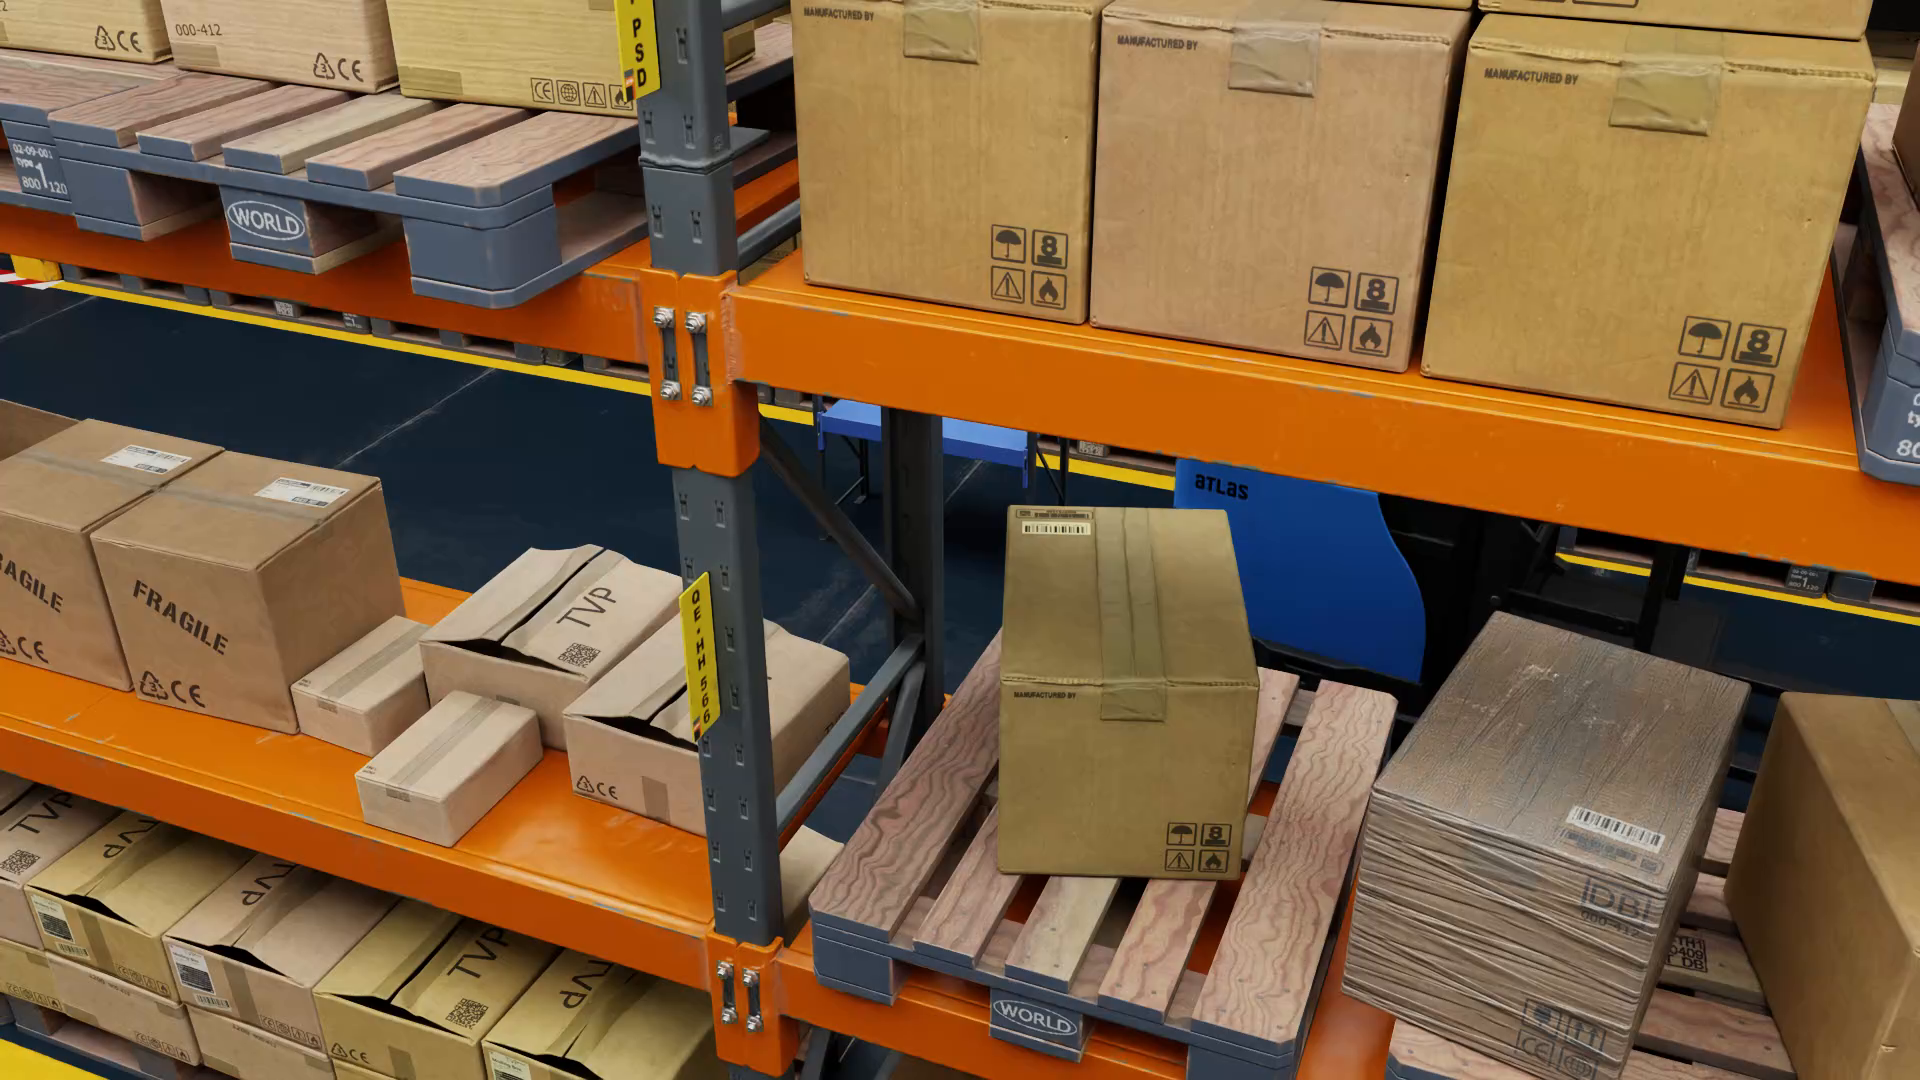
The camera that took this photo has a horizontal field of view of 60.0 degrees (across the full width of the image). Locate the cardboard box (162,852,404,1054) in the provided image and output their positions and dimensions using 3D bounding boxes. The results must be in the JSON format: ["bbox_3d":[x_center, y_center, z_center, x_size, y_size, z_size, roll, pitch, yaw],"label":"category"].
[{"bbox_3d":[-1.812,1.071,4.605,0.500,0.311,0.500,11,31,19],"label":"cardboard box"}]

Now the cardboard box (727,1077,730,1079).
[{"bbox_3d":[-0.862,1.501,4.413,0.500,0.250,0.500,12,32,20],"label":"cardboard box"}]

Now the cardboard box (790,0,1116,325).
[{"bbox_3d":[0.134,-0.811,2.986,0.500,0.500,0.910,11,31,19],"label":"cardboard box"}]

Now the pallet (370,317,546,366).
[{"bbox_3d":[-2.766,-1.420,10.048,1.213,0.211,1.003,11,31,19],"label":"pallet"}]

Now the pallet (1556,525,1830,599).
[{"bbox_3d":[3.405,-0.166,7.828,1.213,0.211,1.003,11,31,19],"label":"pallet"}]

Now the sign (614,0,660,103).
[{"bbox_3d":[-0.499,-0.841,2.535,0.005,0.325,0.100,11,31,19],"label":"sign"}]

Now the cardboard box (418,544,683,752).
[{"bbox_3d":[-1.039,0.258,4.335,0.500,0.311,0.500,11,31,19],"label":"cardboard box"}]

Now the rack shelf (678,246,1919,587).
[{"bbox_3d":[1.570,-0.149,2.649,4.000,0.370,1.077,11,31,19],"label":"rack shelf"}]

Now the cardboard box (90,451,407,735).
[{"bbox_3d":[-1.844,0.127,4.376,0.500,0.500,0.500,10,31,16],"label":"cardboard box"}]

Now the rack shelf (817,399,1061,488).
[{"bbox_3d":[-0.079,-0.512,7.497,1.000,0.185,0.538,11,31,19],"label":"rack shelf"}]

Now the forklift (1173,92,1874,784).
[{"bbox_3d":[2.350,-0.583,5.802,3.031,2.935,1.130,16,33,25],"label":"forklift"}]

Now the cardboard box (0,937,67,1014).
[{"bbox_3d":[-2.755,1.125,5.079,0.500,0.250,0.500,10,31,18],"label":"cardboard box"}]

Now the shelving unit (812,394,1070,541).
[{"bbox_3d":[-0.079,-0.669,7.409,1.048,1.500,0.538,11,31,19],"label":"shelving unit"}]

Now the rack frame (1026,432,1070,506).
[{"bbox_3d":[0.392,-0.575,7.242,0.032,1.500,0.500,11,31,19],"label":"rack frame"}]

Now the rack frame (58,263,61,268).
[{"bbox_3d":[-5.837,-3.266,10.480,0.127,3.000,1.000,11,31,19],"label":"rack frame"}]

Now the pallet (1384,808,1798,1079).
[{"bbox_3d":[1.521,0.914,3.279,1.213,0.211,1.003,11,31,19],"label":"pallet"}]

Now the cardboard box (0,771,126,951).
[{"bbox_3d":[-2.758,0.883,4.936,0.500,0.311,0.500,10,31,17],"label":"cardboard box"}]

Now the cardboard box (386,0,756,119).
[{"bbox_3d":[-0.725,-1.008,3.163,0.500,0.250,0.500,9,31,15],"label":"cardboard box"}]

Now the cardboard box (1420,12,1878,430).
[{"bbox_3d":[1.088,-0.620,2.649,0.500,0.500,0.910,11,31,19],"label":"cardboard box"}]

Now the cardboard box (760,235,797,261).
[{"bbox_3d":[-1.033,-1.747,9.124,0.500,0.250,0.500,11,31,18],"label":"cardboard box"}]

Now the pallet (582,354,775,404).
[{"bbox_3d":[-1.409,-1.169,9.603,1.213,0.211,1.003,11,31,19],"label":"pallet"}]

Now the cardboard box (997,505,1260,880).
[{"bbox_3d":[0.343,0.312,3.621,0.500,0.500,0.700,1,30,2],"label":"cardboard box"}]

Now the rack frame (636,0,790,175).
[{"bbox_3d":[-0.283,-2.138,2.388,0.127,3.000,1.000,11,31,19],"label":"rack frame"}]

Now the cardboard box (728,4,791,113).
[{"bbox_3d":[-1.157,-2.545,8.655,0.500,0.500,0.700,15,33,24],"label":"cardboard box"}]

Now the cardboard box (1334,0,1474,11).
[{"bbox_3d":[0.591,-1.134,2.541,0.500,0.500,0.500,11,31,19],"label":"cardboard box"}]

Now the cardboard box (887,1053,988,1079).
[{"bbox_3d":[0.031,1.584,3.992,0.500,0.500,0.500,13,32,21],"label":"cardboard box"}]

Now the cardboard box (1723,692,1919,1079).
[{"bbox_3d":[1.763,0.688,2.956,0.500,0.500,0.700,4,30,6],"label":"cardboard box"}]

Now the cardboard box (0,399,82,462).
[{"bbox_3d":[-2.796,-0.063,4.712,0.500,0.500,0.500,14,32,23],"label":"cardboard box"}]

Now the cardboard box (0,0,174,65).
[{"bbox_3d":[-1.743,-1.208,3.516,0.500,0.250,0.500,11,31,18],"label":"cardboard box"}]

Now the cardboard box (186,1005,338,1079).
[{"bbox_3d":[-1.806,1.313,4.746,0.500,0.250,0.500,12,32,20],"label":"cardboard box"}]

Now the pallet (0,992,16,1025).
[{"bbox_3d":[-3.292,1.066,5.650,1.213,0.211,1.003,11,31,19],"label":"pallet"}]

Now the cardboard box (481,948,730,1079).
[{"bbox_3d":[-0.861,1.259,4.272,0.500,0.311,0.500,12,32,20],"label":"cardboard box"}]

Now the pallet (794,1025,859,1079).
[{"bbox_3d":[-1.031,1.517,4.851,1.213,0.211,1.003,11,31,19],"label":"pallet"}]

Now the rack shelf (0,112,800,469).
[{"bbox_3d":[-2.136,-0.889,3.958,4.000,0.370,1.077,11,31,19],"label":"rack shelf"}]

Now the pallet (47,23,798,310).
[{"bbox_3d":[-0.945,-0.835,3.323,1.003,0.211,1.213,13,32,21],"label":"pallet"}]

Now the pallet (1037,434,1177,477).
[{"bbox_3d":[0.852,-0.717,8.805,1.213,0.211,1.003,11,31,19],"label":"pallet"}]

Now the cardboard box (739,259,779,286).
[{"bbox_3d":[-0.945,-1.428,9.322,0.500,0.500,0.700,11,31,18],"label":"cardboard box"}]
